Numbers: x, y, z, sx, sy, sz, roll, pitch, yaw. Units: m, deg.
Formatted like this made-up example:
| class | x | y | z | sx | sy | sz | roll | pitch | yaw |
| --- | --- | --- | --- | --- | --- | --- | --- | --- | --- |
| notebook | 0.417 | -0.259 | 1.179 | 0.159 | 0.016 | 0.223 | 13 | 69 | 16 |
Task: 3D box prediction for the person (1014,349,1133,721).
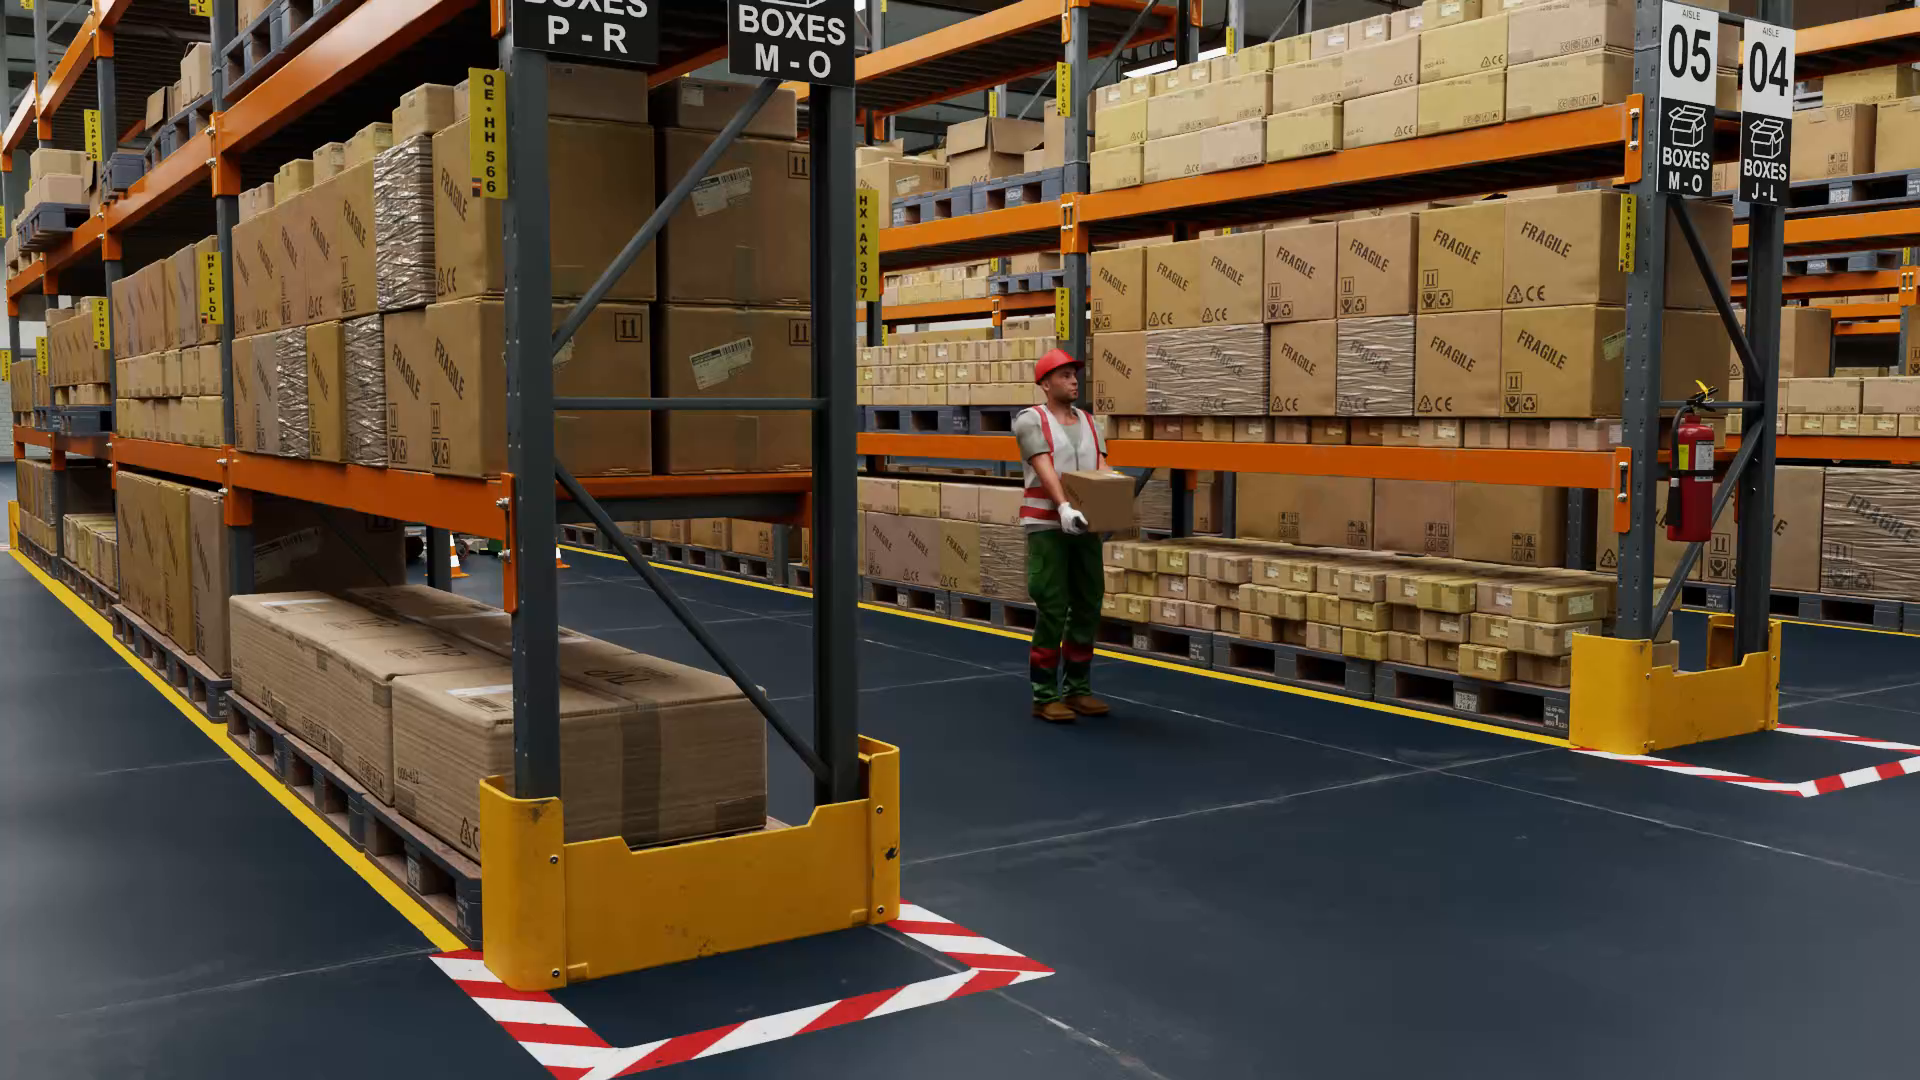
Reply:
| class | x | y | z | sx | sy | sz | roll | pitch | yaw |
| --- | --- | --- | --- | --- | --- | --- | --- | --- | --- |
| person | 0.554 | -0.028 | 7.997 | 0.494 | 1.782 | 0.564 | -3 | 6 | -34 |
